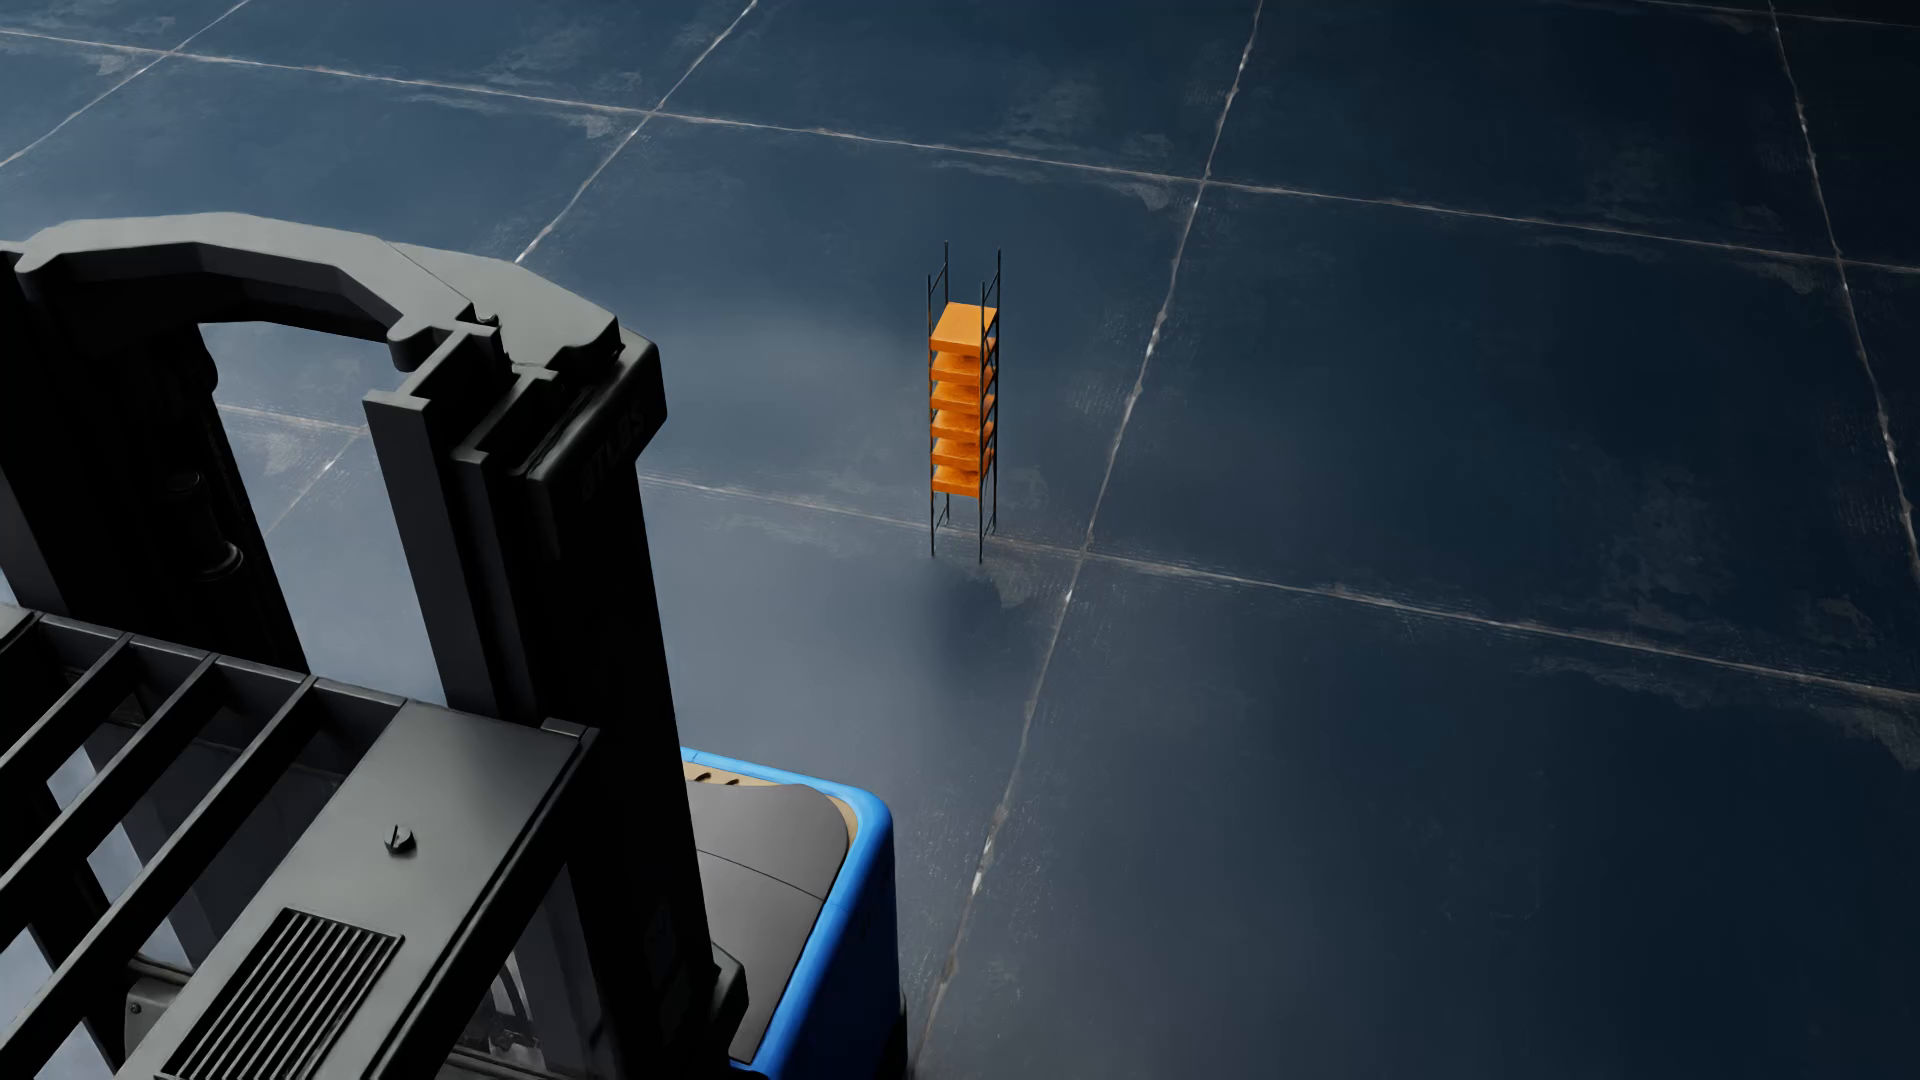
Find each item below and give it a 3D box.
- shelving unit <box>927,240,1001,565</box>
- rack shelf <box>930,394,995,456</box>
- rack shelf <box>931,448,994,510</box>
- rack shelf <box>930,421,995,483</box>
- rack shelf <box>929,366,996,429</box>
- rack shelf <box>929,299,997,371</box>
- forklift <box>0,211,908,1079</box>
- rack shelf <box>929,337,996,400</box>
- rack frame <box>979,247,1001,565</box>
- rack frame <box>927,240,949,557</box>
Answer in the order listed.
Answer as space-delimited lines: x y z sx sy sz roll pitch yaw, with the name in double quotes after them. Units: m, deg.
0.014 -0.457 5.861 0.189 1.200 0.258 10 41 11 "shelving unit"
0.014 -0.423 5.890 0.180 0.103 0.258 10 41 11 "rack shelf"
0.014 -0.239 6.044 0.180 0.103 0.258 10 41 11 "rack shelf"
0.014 -0.331 5.967 0.180 0.103 0.258 10 41 11 "rack shelf"
0.014 -0.515 5.813 0.180 0.103 0.258 10 41 11 "rack shelf"
0.014 -0.699 5.658 0.180 0.103 0.258 10 41 11 "rack shelf"
-1.057 1.111 2.648 1.130 2.935 3.031 11 41 13 "forklift"
0.014 -0.607 5.736 0.180 0.103 0.258 10 41 11 "rack shelf"
0.102 -0.442 5.843 0.006 1.200 0.240 10 41 11 "rack frame"
-0.074 -0.472 5.879 0.006 1.200 0.240 10 41 11 "rack frame"
